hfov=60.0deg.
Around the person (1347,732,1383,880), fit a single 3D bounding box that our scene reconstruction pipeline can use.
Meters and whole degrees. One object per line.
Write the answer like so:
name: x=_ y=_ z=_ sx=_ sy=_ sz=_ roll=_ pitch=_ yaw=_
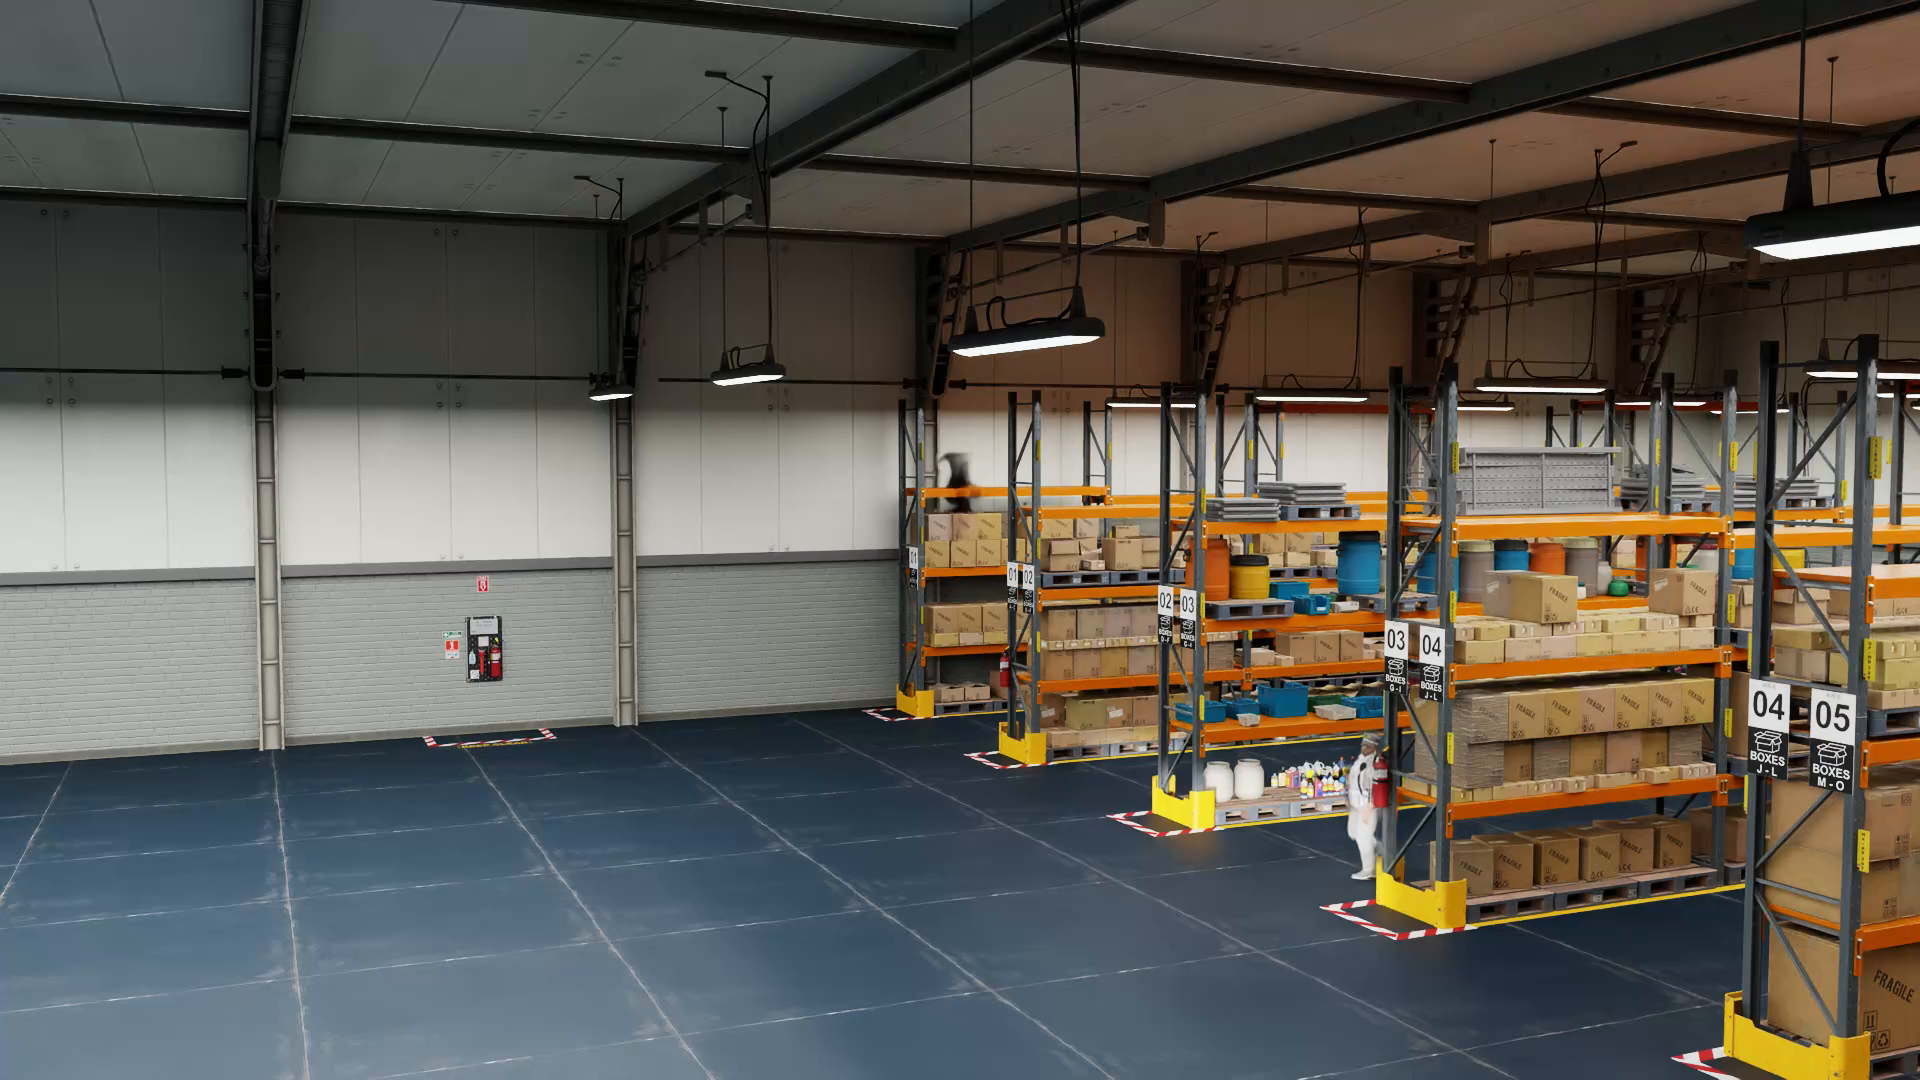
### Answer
person: x=4.887 y=3.122 z=19.734 sx=0.605 sy=1.740 sz=0.711 roll=-1 pitch=3 yaw=-12
